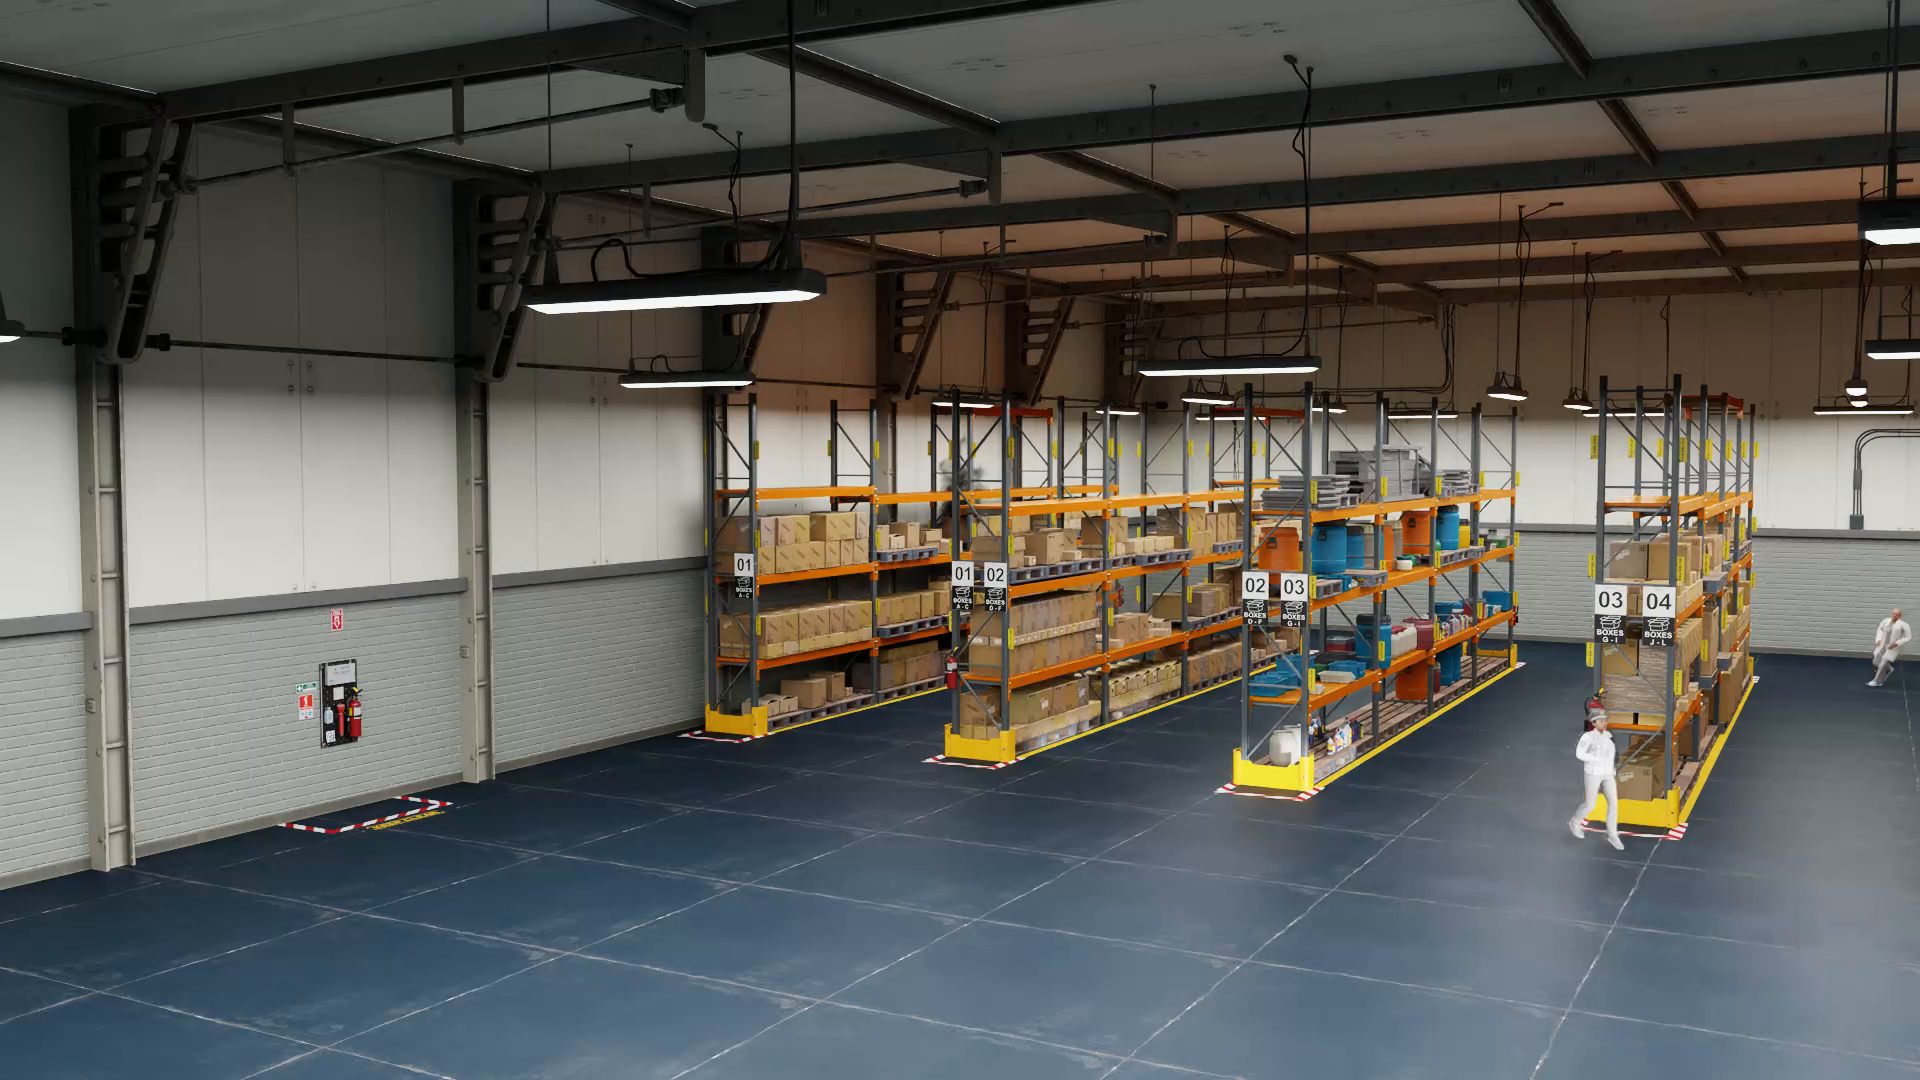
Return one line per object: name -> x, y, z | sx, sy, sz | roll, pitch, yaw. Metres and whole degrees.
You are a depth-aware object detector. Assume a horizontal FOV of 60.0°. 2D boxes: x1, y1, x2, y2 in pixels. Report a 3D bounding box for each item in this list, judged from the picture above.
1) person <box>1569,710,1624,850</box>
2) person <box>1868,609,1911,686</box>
person -> 8.090, 3.001, 21.086 | 0.622, 1.719, 0.824 | -1, 3, -16
person -> 19.664, 2.268, 35.045 | 0.664, 1.675, 0.765 | -2, 4, -30
